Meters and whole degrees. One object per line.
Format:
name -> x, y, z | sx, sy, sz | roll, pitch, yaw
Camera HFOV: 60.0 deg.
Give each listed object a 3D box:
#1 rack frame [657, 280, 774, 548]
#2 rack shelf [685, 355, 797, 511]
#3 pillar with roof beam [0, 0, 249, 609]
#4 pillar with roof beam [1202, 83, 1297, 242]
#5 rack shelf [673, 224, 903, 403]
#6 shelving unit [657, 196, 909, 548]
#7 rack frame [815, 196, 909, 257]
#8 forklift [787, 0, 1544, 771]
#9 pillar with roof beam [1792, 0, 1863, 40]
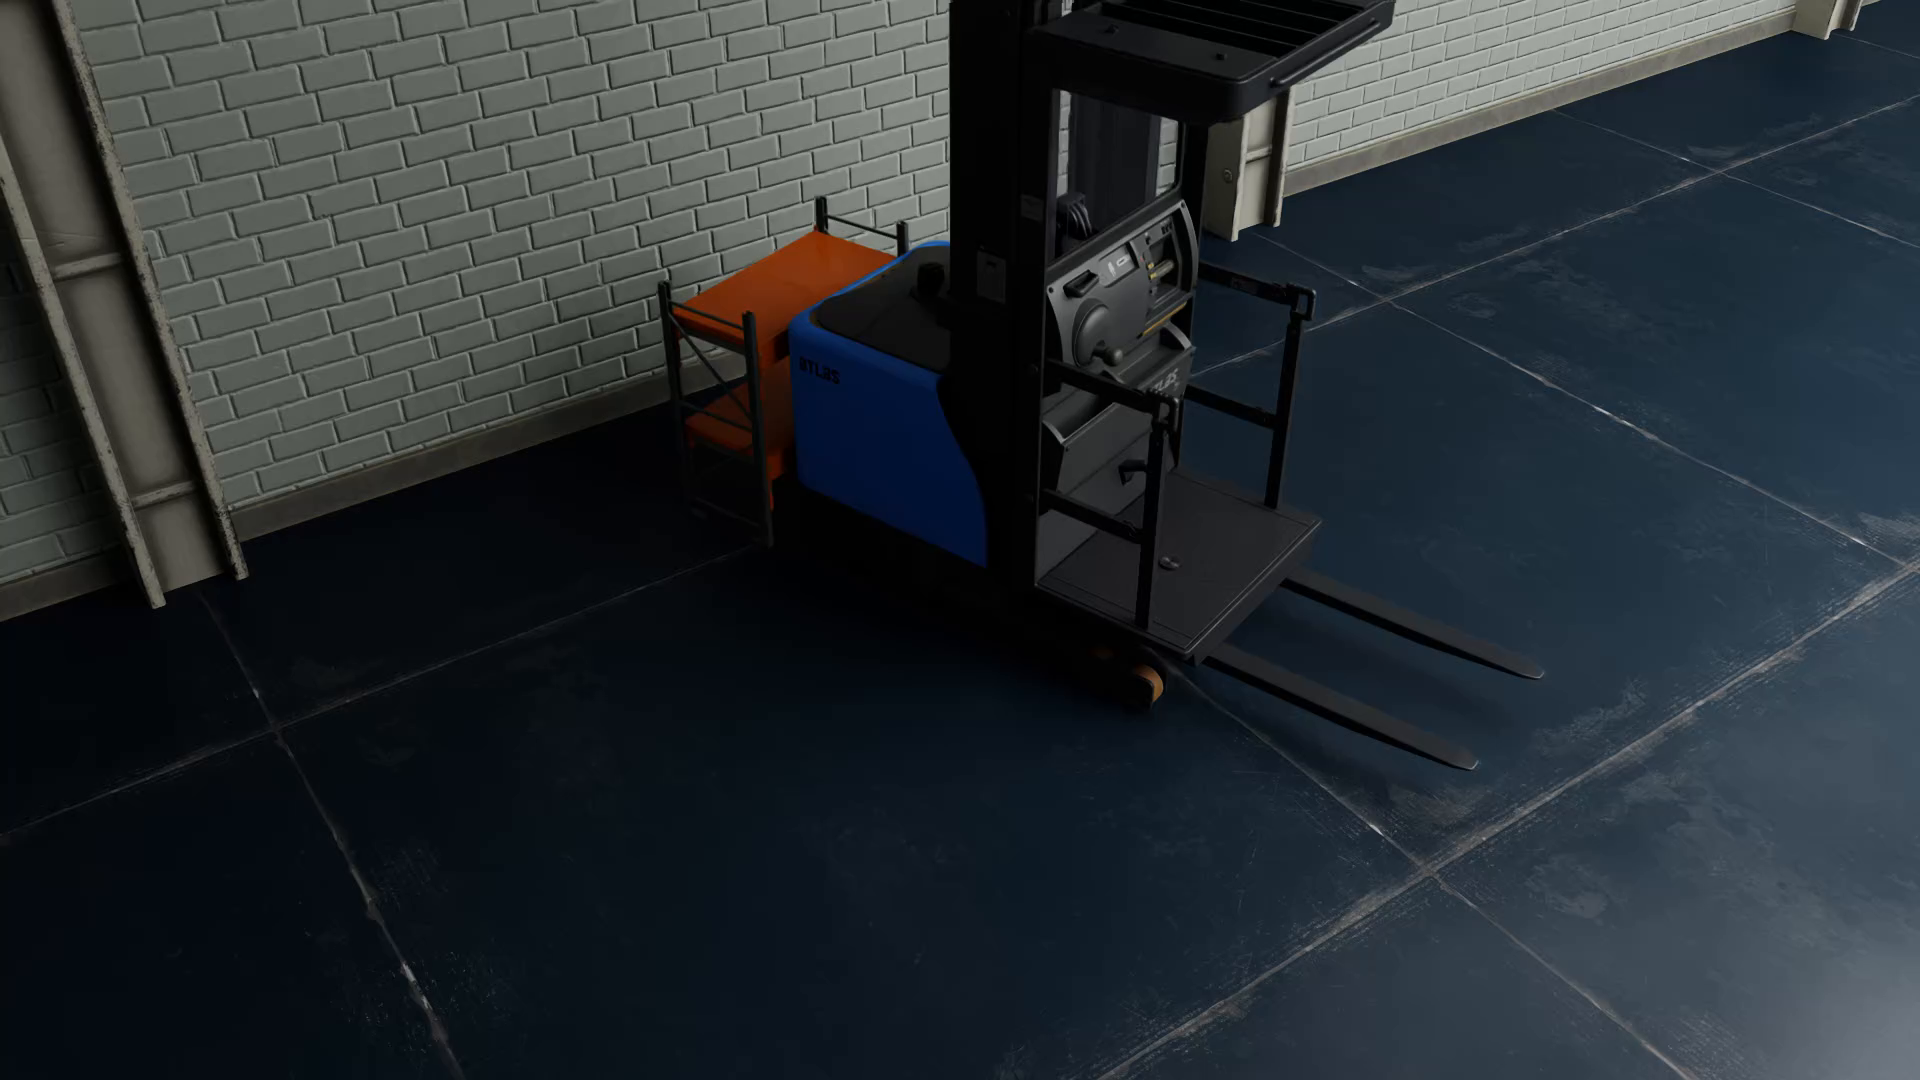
rack frame -> -1.022, -0.515, 7.002 | 0.500, 1.125, 0.032 | 22, 41, 28
rack shelf -> -0.729, -0.559, 7.482 | 0.538, 0.278, 1.000 | 22, 41, 28
pillar with roof beam -> -0.777, -1.452, 1.562 | 0.400, 9.000, 9.100 | -22, 41, -28
pillar with roof beam -> 4.127, -3.471, 4.368 | 0.400, 9.000, 9.100 | -22, 41, -28
rack shelf -> -0.729, -0.995, 7.168 | 0.538, 0.278, 1.000 | 22, 41, 28
shelving unit -> -0.729, -0.757, 7.339 | 0.538, 1.125, 1.048 | 22, 41, 28
rack frame -> -0.436, -1.000, 7.677 | 0.500, 1.125, 0.032 | 22, 41, 28
forklift -> 0.771, -0.901, 5.993 | 3.031, 2.935, 1.130 | 24, 42, 29
pillar with roof beam -> 9.032, -5.489, 7.174 | 0.400, 9.000, 9.100 | -22, 41, -28
